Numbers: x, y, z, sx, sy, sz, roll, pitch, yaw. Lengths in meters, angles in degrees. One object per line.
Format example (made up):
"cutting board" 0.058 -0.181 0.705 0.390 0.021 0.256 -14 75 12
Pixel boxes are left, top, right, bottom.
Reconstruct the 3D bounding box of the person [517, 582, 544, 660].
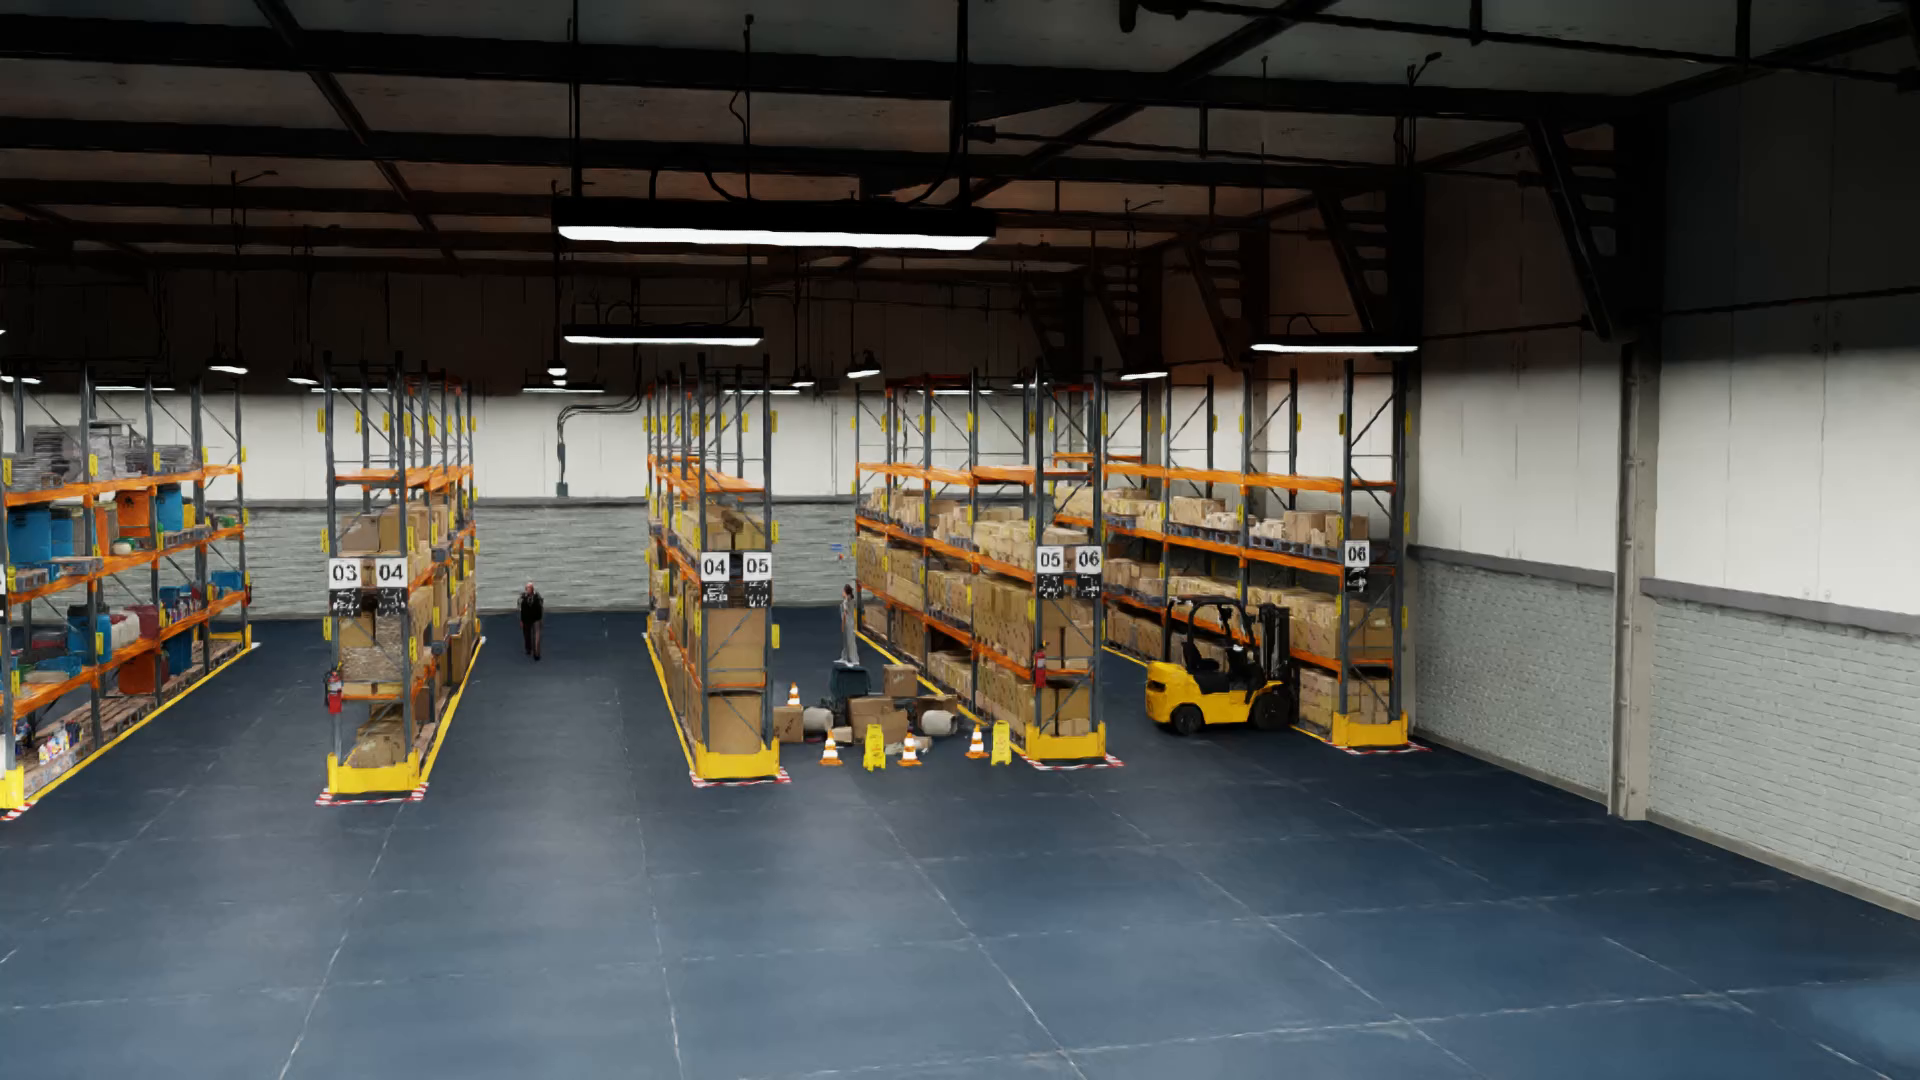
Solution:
"person" -9.151 1.707 35.410 0.543 1.647 1.115 -1 4 -11

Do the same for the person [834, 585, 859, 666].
"person" -2.350 1.753 34.491 0.577 1.665 0.558 1 4 8
